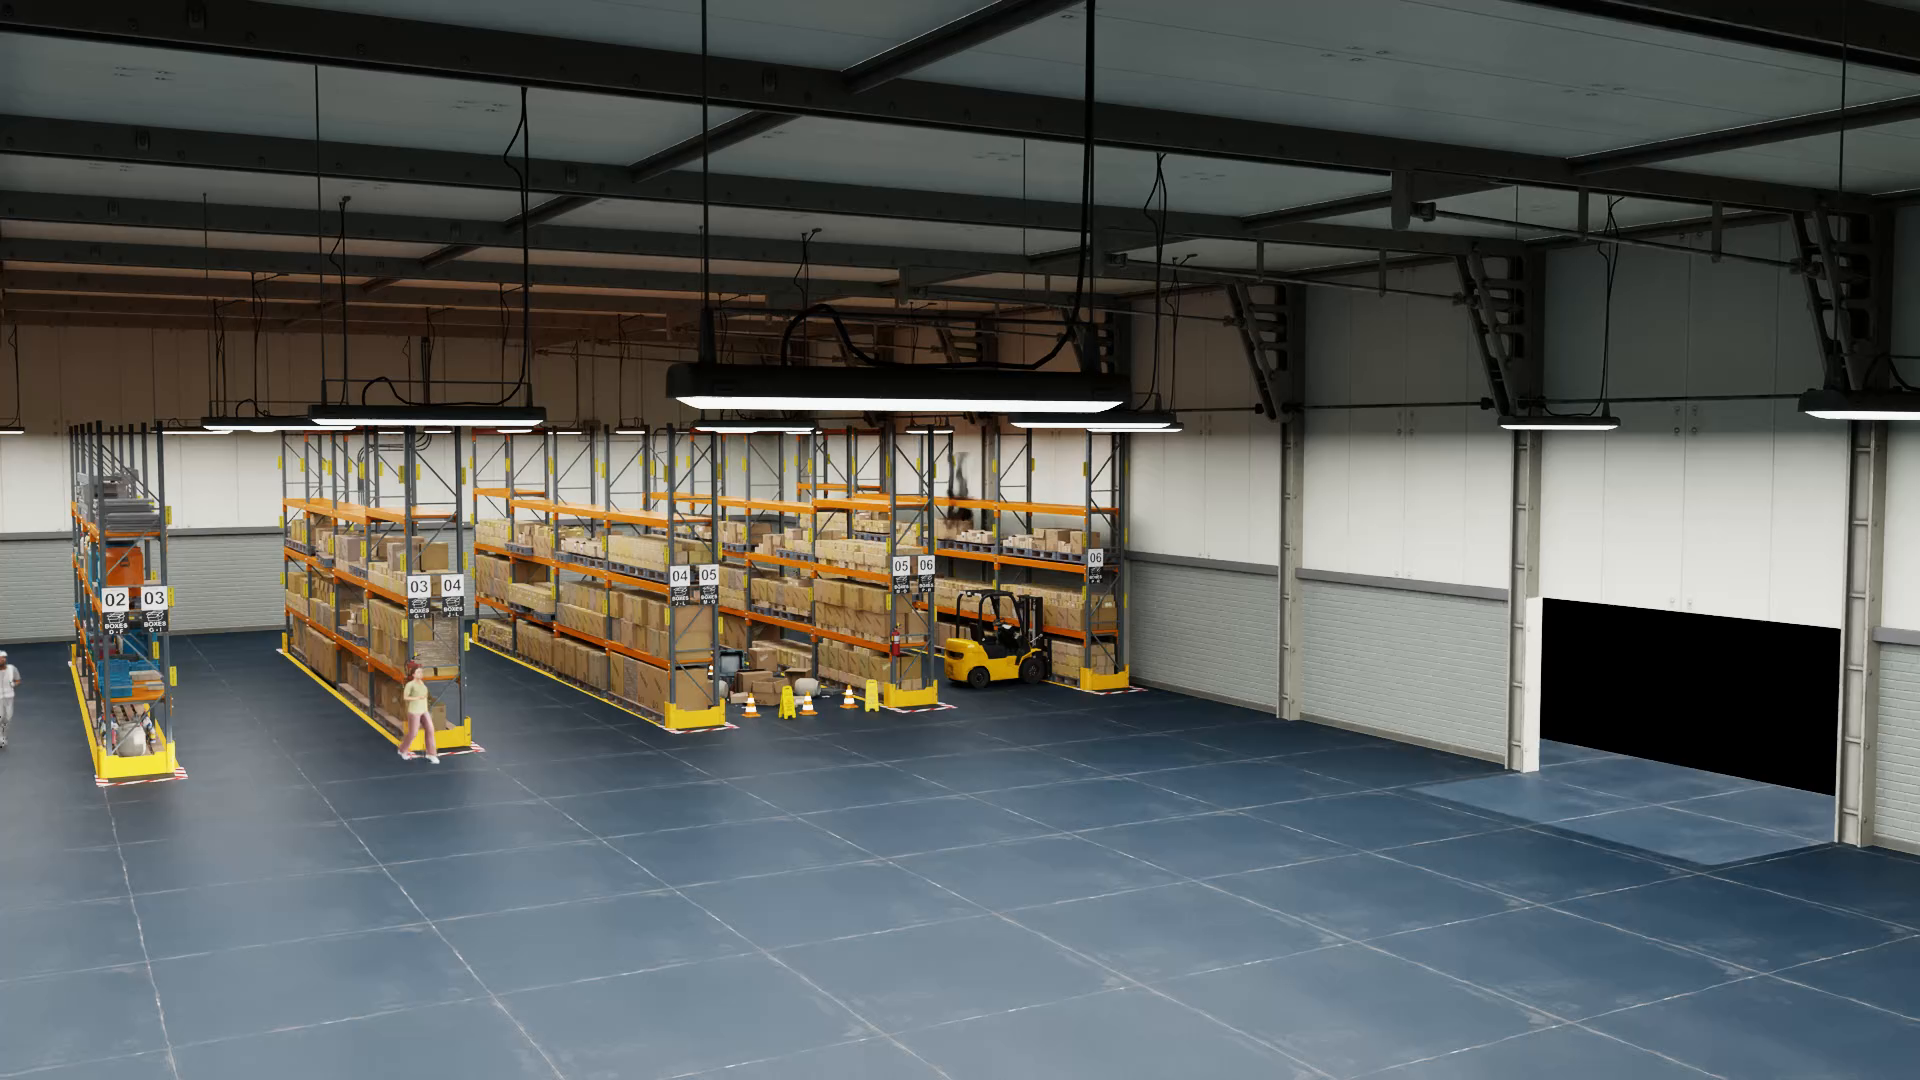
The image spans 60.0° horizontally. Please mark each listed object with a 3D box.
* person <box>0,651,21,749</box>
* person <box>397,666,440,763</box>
[{"bbox_3d":[-17.678,2.938,30.671,0.720,1.797,0.662,3,5,42],"label":"person"},{"bbox_3d":[-9.557,3.072,29.244,0.790,1.723,0.579,2,4,25],"label":"person"}]
